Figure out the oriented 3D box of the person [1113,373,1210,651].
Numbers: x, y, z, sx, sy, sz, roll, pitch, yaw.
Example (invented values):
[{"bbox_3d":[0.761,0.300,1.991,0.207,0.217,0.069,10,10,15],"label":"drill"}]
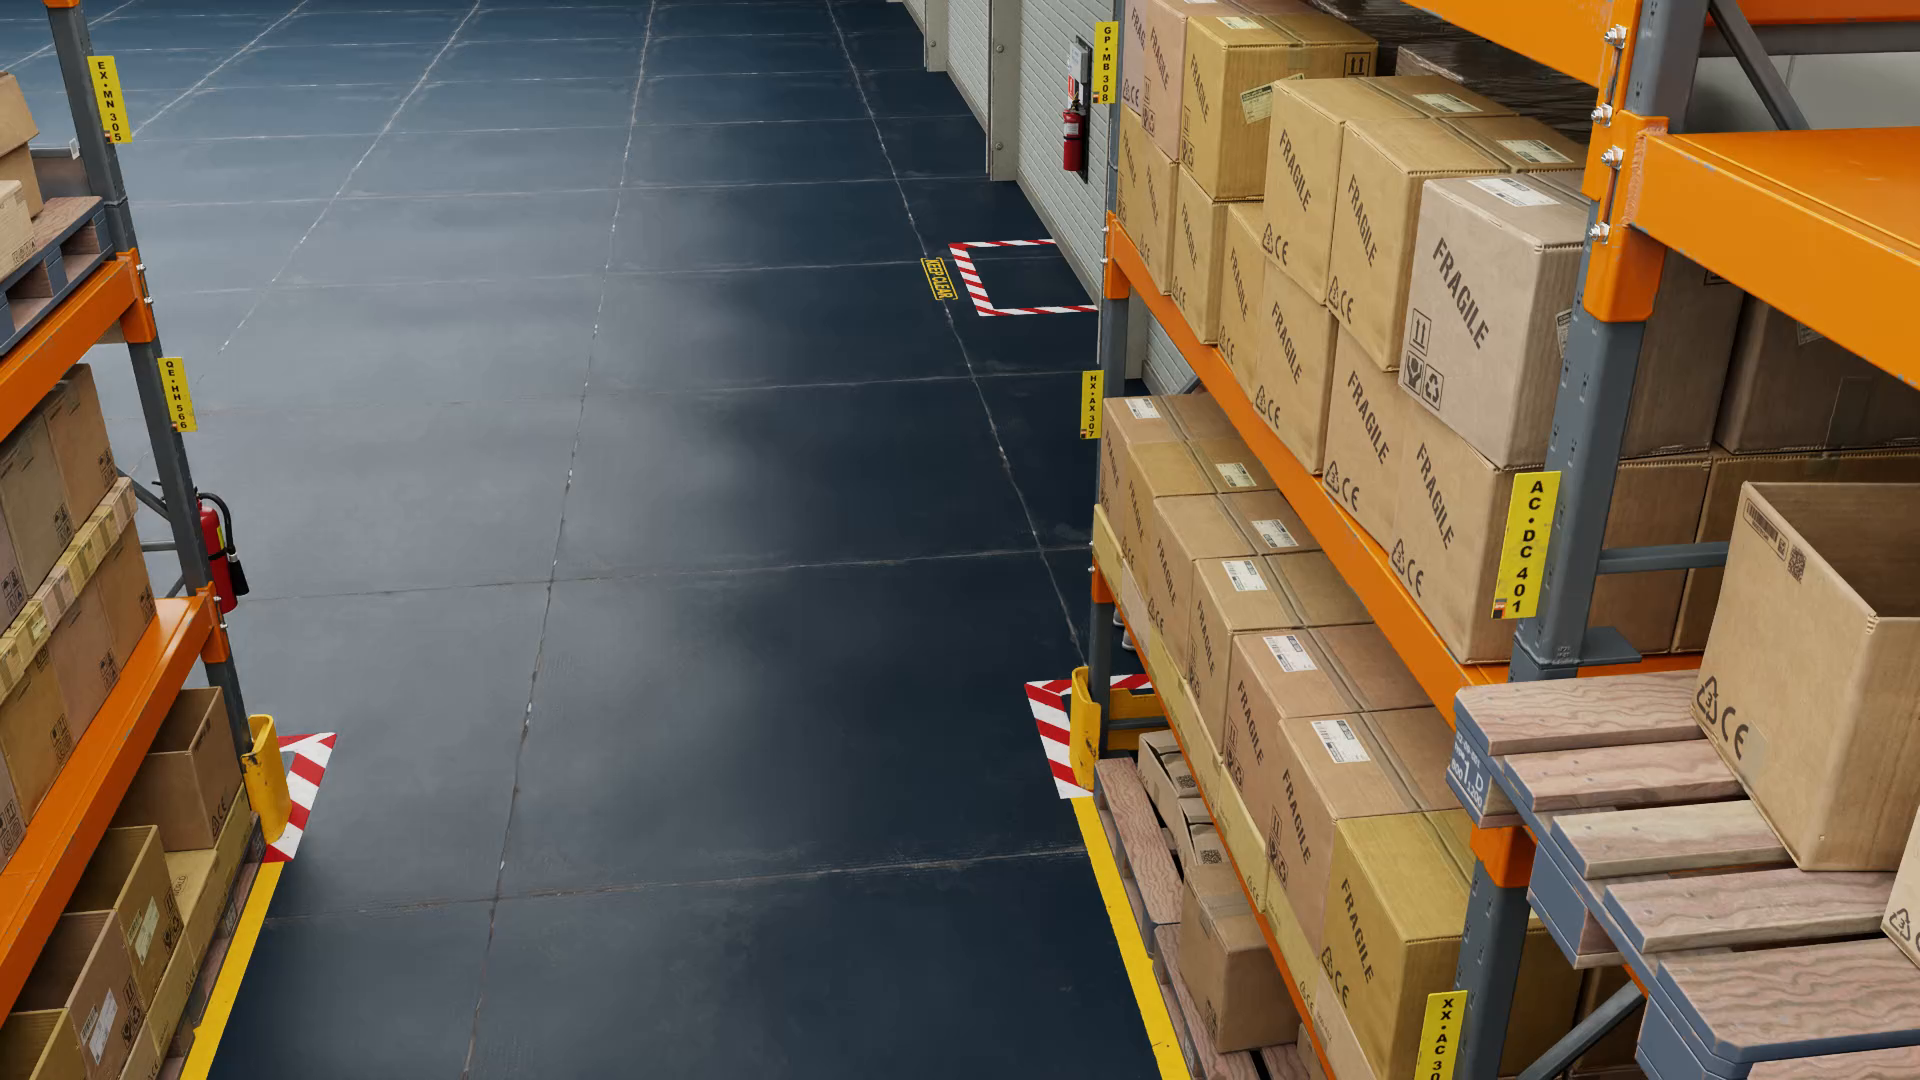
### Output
[{"bbox_3d":[1.127,-0.192,9.130,0.622,1.632,0.484,-4,27,-8],"label":"person"}]
